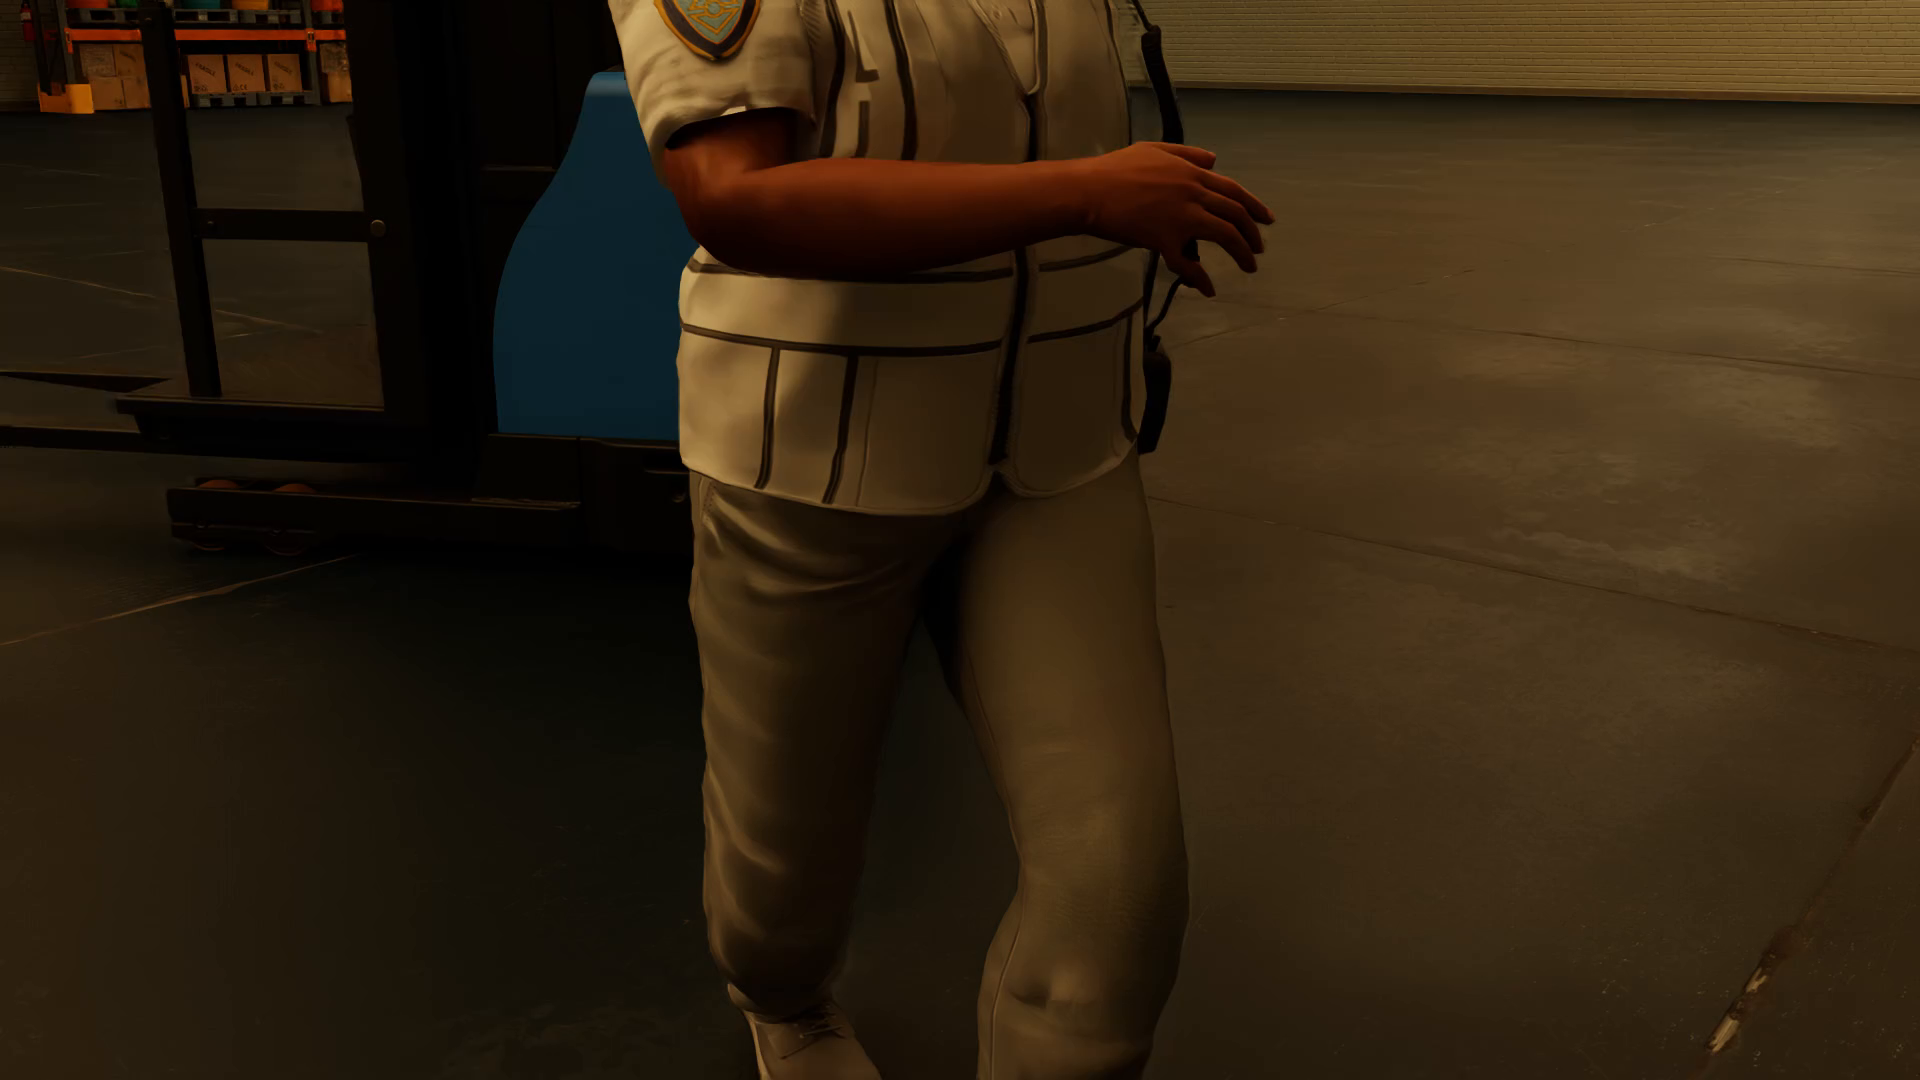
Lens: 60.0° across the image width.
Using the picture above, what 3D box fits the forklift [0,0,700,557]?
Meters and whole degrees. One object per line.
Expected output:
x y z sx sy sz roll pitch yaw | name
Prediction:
-1.356 -1.510 3.872 3.031 2.935 1.130 3 17 11 | forklift

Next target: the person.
-0.045 -0.056 1.483 0.504 1.603 0.888 -7 18 -23 | person
